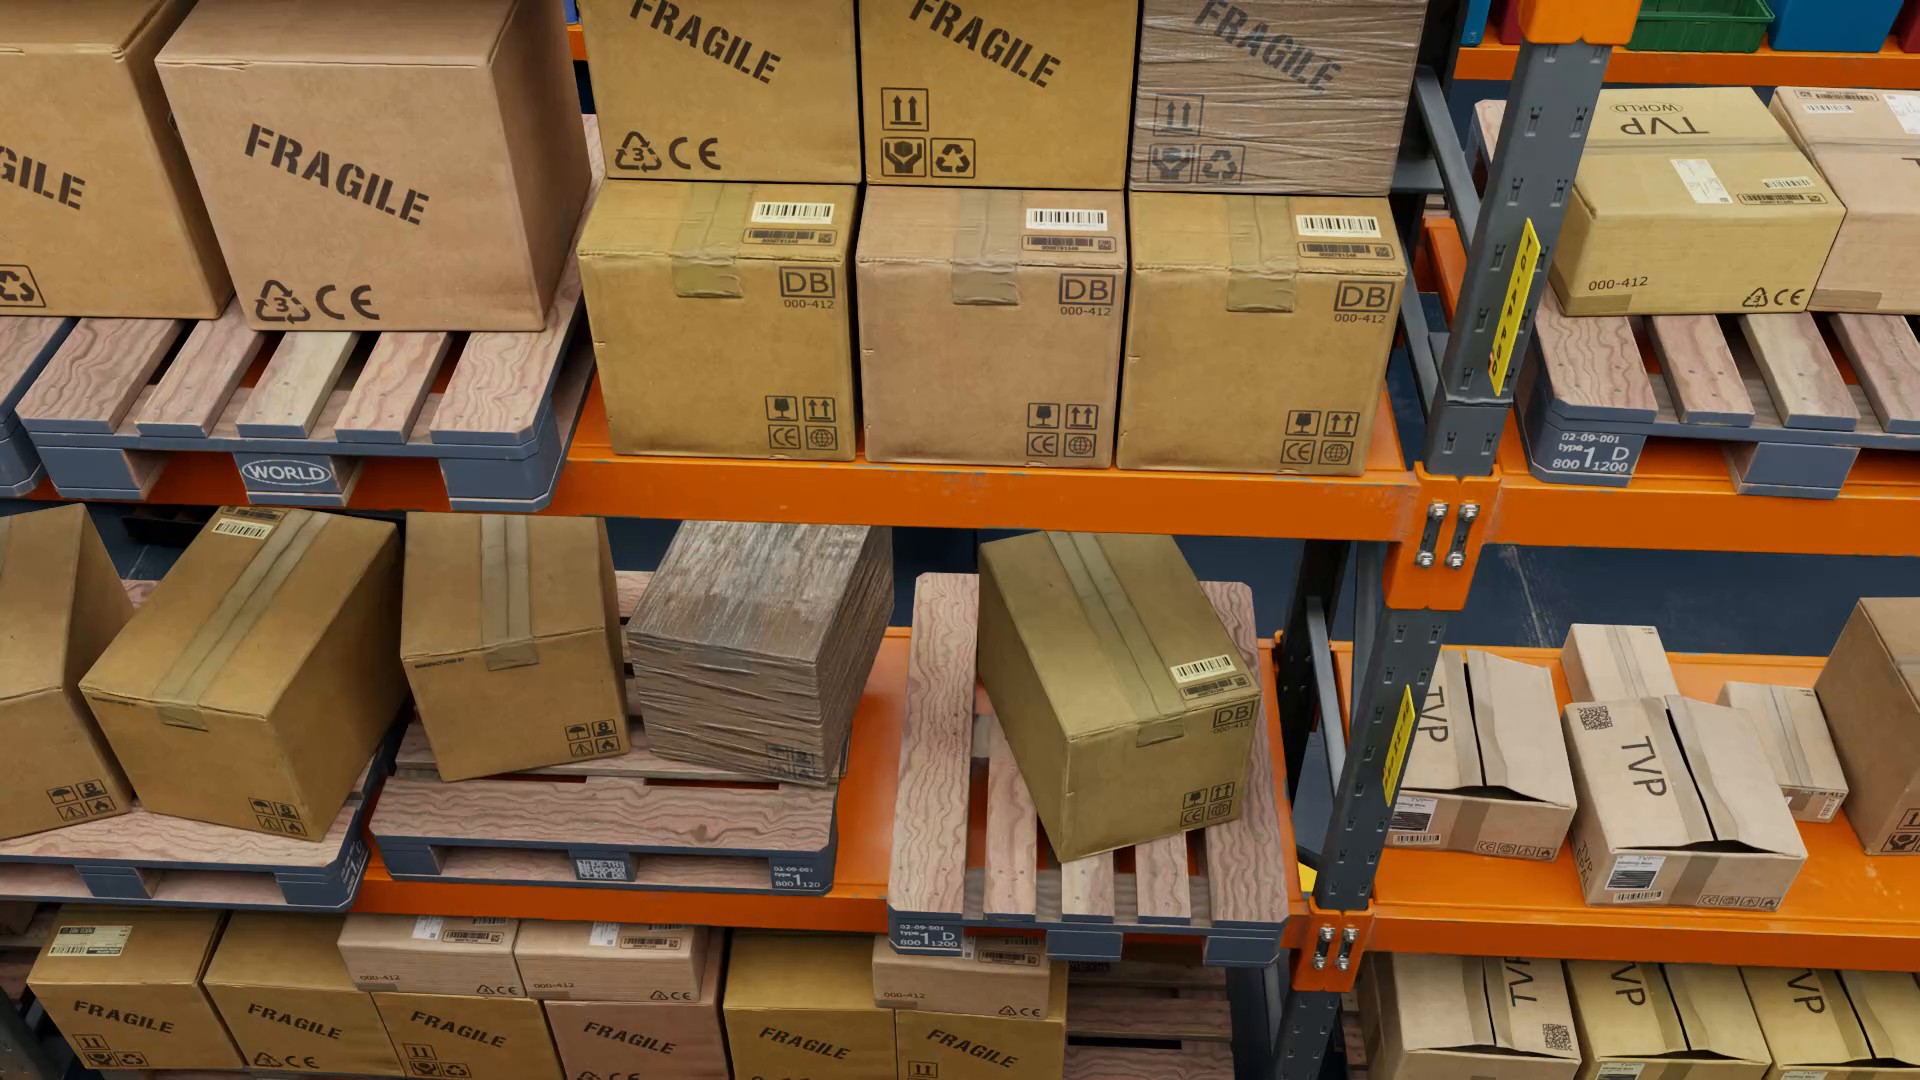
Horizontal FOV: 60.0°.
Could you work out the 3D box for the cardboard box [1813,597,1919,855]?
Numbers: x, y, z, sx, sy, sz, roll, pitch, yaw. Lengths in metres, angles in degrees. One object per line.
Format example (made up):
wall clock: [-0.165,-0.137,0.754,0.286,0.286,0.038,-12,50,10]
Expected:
cardboard box: [2.701,0.504,4.520,0.500,0.500,0.500,0,43,0]

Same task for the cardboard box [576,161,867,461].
cardboard box: [-0.443,-0.656,3.565,0.500,0.500,0.910,2,43,2]

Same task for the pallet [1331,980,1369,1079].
pallet: [1.844,1.573,5.492,1.213,0.211,1.003,2,43,2]

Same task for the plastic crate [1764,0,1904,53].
plastic crate: [4.130,-2.566,7.901,0.575,0.384,0.392,2,43,2]

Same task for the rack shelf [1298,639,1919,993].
rack shelf: [3.022,0.825,4.777,4.000,0.370,1.077,2,43,2]

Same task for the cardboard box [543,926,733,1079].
cardboard box: [-0.963,1.357,5.189,0.500,0.500,0.500,0,43,0]

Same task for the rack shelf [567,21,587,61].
rack shelf: [-0.747,-2.671,8.529,4.000,0.370,1.077,2,43,2]

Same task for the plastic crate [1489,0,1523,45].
plastic crate: [2.851,-2.638,7.919,0.583,0.464,0.402,2,43,2]

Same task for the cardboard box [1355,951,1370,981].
cardboard box: [1.560,1.203,5.553,0.500,0.250,0.500,3,43,3]

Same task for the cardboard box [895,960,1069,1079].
cardboard box: [0.079,1.385,5.159,0.500,0.500,0.500,3,43,4]

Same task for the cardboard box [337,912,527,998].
cardboard box: [-1.501,1.068,4.949,0.500,0.250,0.500,2,43,2]

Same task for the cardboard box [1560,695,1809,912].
cardboard box: [1.908,0.692,4.457,0.500,0.311,0.500,1,43,1]

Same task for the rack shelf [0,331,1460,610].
rack shelf: [-0.974,-0.395,3.886,4.000,0.370,1.077,2,43,2]

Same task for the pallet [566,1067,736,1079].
pallet: [-0.936,1.433,5.643,1.213,0.211,1.003,2,43,2]

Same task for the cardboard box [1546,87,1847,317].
cardboard box: [1.480,-0.720,3.509,0.500,0.250,0.500,-1,43,-1]

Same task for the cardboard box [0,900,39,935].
cardboard box: [-3.382,1.040,5.668,0.500,0.311,0.500,2,43,2]

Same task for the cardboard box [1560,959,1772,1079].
cardboard box: [2.059,1.374,4.957,0.500,0.311,0.500,1,43,1]

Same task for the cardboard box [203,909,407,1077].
cardboard box: [-1.967,1.321,5.228,0.500,0.500,0.500,2,43,2]

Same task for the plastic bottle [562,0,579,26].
plastic bottle: [-1.935,-2.665,8.086,0.135,0.276,0.152,2,43,2]

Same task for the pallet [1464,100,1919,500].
pallet: [1.706,-0.568,3.682,1.003,0.211,1.213,4,43,4]

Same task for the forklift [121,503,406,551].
forklift: [-3.214,-1.402,6.690,3.031,2.935,1.130,5,43,6]

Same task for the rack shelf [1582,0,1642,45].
rack shelf: [3.022,-1.224,2.868,4.000,0.370,1.077,2,43,2]

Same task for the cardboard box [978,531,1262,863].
cardboard box: [0.390,0.368,4.359,0.500,0.500,0.700,-12,44,-12]

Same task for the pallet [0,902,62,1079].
pallet: [-3.658,1.376,5.703,1.213,0.211,1.003,2,43,2]

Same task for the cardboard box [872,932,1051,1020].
cardboard box: [0.022,1.112,4.902,0.500,0.250,0.500,3,43,4]

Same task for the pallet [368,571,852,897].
pallet: [-0.919,0.514,4.724,1.213,0.211,1.003,2,43,2]

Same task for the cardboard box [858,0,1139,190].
cardboard box: [0.079,-1.033,3.236,0.500,0.500,0.500,2,43,2]

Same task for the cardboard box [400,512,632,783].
cardboard box: [-1.205,0.200,4.539,0.500,0.500,0.700,-8,44,-9]

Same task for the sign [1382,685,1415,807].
sign: [1.009,0.476,3.833,0.005,0.325,0.100,2,43,2]

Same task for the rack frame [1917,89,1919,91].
rack frame: [5.246,-2.750,8.086,0.127,3.000,1.000,2,43,2]

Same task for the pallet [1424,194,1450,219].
pallet: [2.023,-1.802,9.115,1.213,0.211,1.003,2,43,2]

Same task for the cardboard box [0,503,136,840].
cardboard box: [-2.509,0.354,4.373,0.500,0.500,0.700,-12,44,-12]

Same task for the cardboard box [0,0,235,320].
cardboard box: [-1.804,-0.876,3.420,0.600,0.600,0.600,1,43,1]

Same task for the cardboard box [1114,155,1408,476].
cardboard box: [0.586,-0.624,3.531,0.500,0.500,0.910,2,43,2]

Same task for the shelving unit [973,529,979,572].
shelving unit: [-0.165,-0.773,6.625,0.503,2.100,0.431,2,43,2]

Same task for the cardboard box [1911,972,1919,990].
cardboard box: [3.082,1.407,4.922,0.500,0.311,0.500,1,43,1]

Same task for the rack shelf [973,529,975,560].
rack shelf: [-0.165,-0.251,7.112,0.480,0.518,0.431,2,43,2]

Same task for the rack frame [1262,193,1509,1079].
rack frame: [1.024,0.500,4.598,0.127,3.000,1.000,2,43,2]

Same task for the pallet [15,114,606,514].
pallet: [-1.288,-0.554,3.666,1.003,0.211,1.213,2,43,2]
